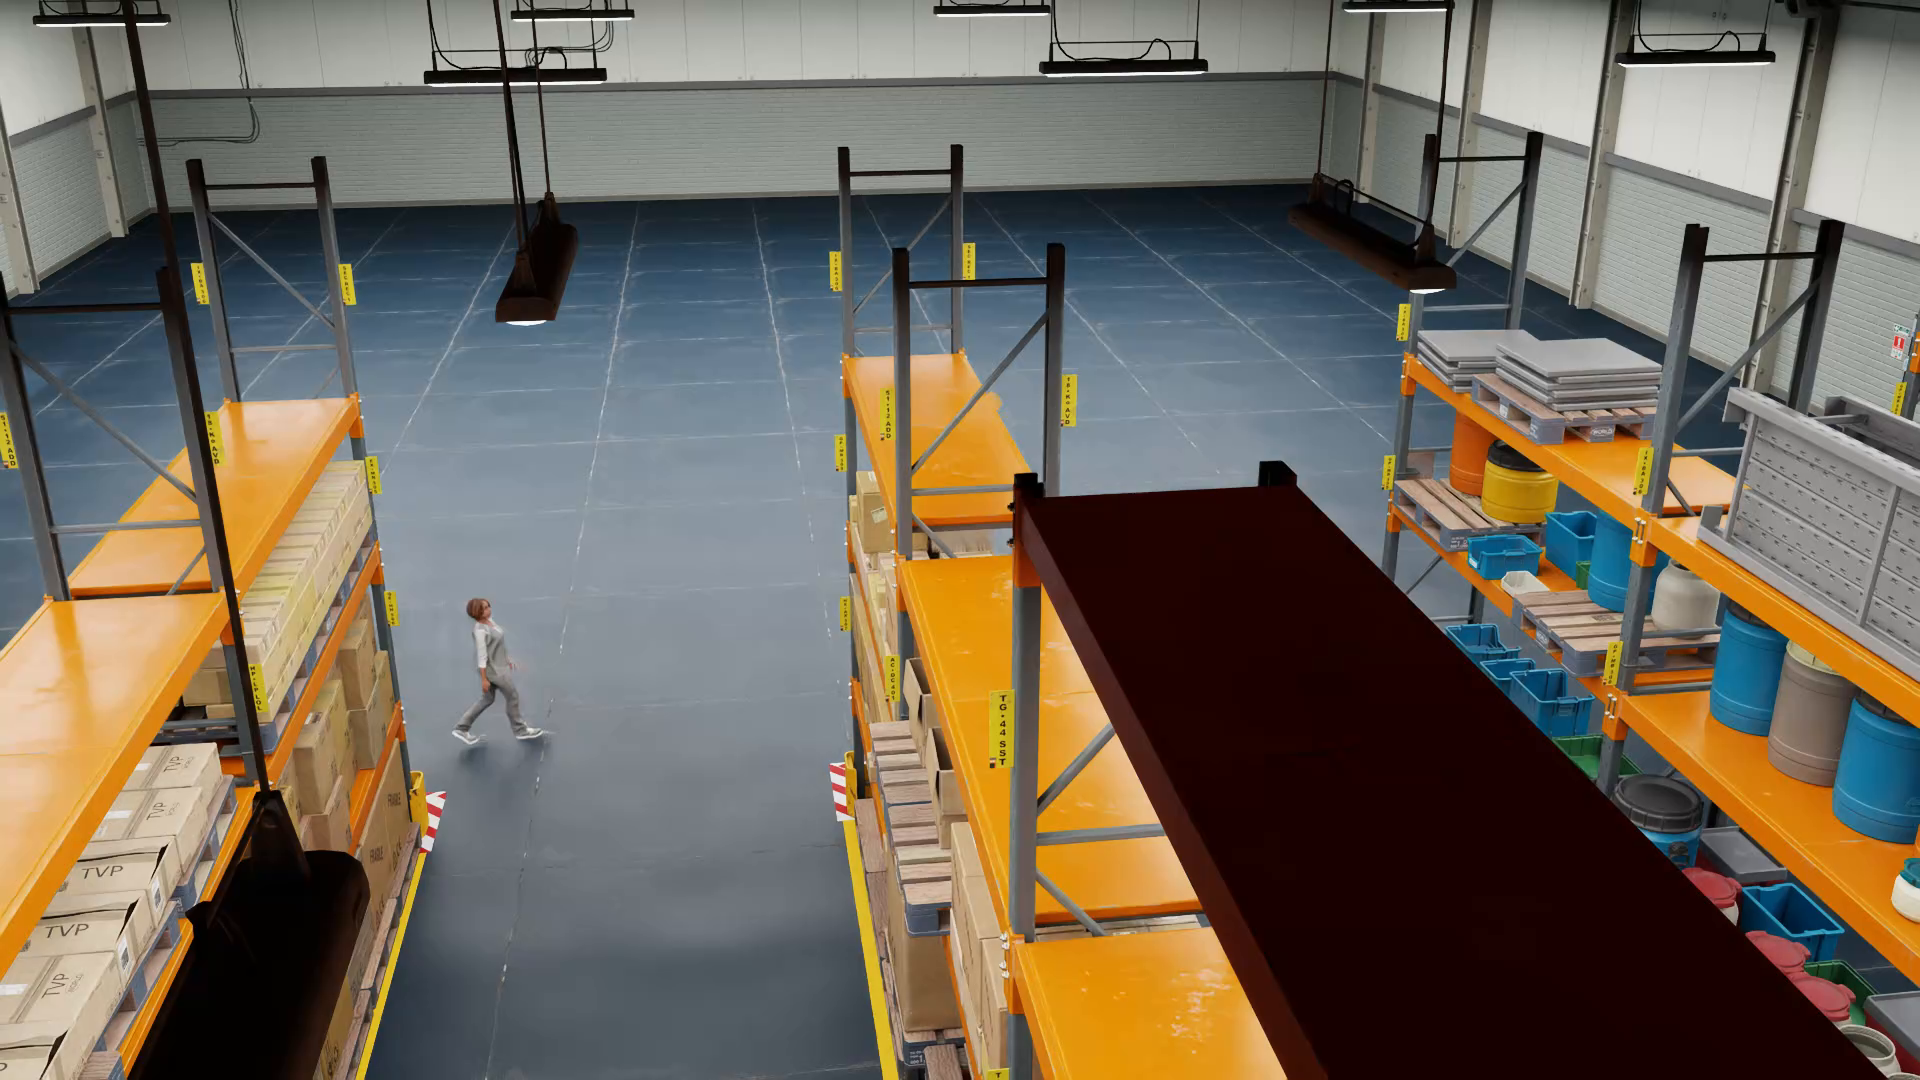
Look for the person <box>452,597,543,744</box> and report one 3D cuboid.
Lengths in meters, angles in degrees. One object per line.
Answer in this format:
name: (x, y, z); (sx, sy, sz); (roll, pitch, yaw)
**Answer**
person: (-4.607, 1.278, 16.270); (0.842, 1.556, 0.387); (-16, 26, -34)
